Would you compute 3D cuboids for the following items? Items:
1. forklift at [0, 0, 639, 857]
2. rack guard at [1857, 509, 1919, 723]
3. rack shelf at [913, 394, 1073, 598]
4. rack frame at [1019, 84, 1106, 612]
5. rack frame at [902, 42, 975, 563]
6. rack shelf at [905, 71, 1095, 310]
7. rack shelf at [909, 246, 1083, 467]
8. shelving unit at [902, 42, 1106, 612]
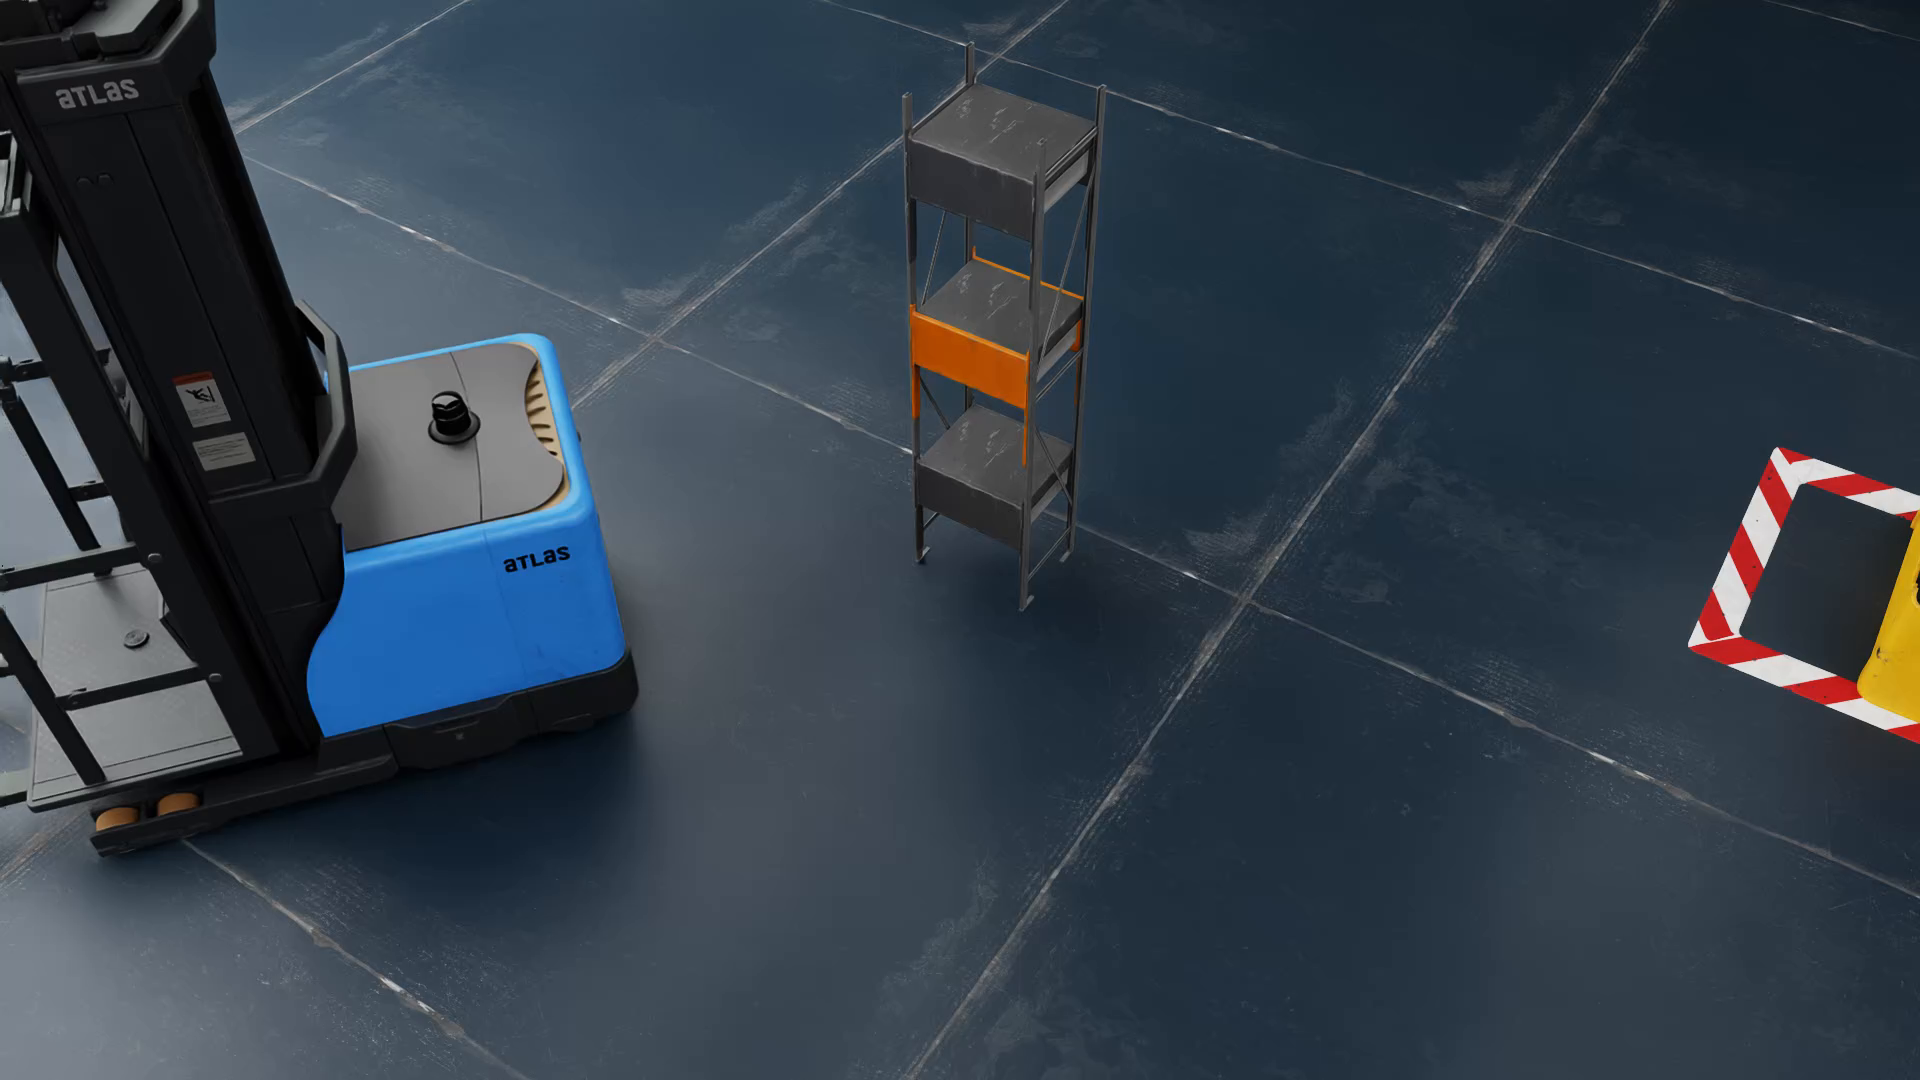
[{"bbox_3d":[-2.754,-0.377,5.072,3.031,2.935,1.130,-13,47,-13],"label":"forklift"},{"bbox_3d":[3.783,0.120,6.285,0.348,0.500,1.175,25,51,22],"label":"rack guard"},{"bbox_3d":[0.139,-0.170,6.446,0.480,0.518,0.431,25,51,22],"label":"rack shelf"},{"bbox_3d":[0.345,-0.573,5.843,0.015,2.100,0.400,25,51,22],"label":"rack frame"},{"bbox_3d":[-0.066,-0.762,6.026,0.015,2.100,0.400,25,51,22],"label":"rack frame"},{"bbox_3d":[0.139,-1.146,5.442,0.480,0.518,0.431,25,51,22],"label":"rack shelf"},{"bbox_3d":[0.139,-0.658,5.944,0.480,0.518,0.431,25,51,22],"label":"rack shelf"},{"bbox_3d":[0.139,-0.668,5.935,0.503,2.100,0.431,25,51,22],"label":"shelving unit"}]
